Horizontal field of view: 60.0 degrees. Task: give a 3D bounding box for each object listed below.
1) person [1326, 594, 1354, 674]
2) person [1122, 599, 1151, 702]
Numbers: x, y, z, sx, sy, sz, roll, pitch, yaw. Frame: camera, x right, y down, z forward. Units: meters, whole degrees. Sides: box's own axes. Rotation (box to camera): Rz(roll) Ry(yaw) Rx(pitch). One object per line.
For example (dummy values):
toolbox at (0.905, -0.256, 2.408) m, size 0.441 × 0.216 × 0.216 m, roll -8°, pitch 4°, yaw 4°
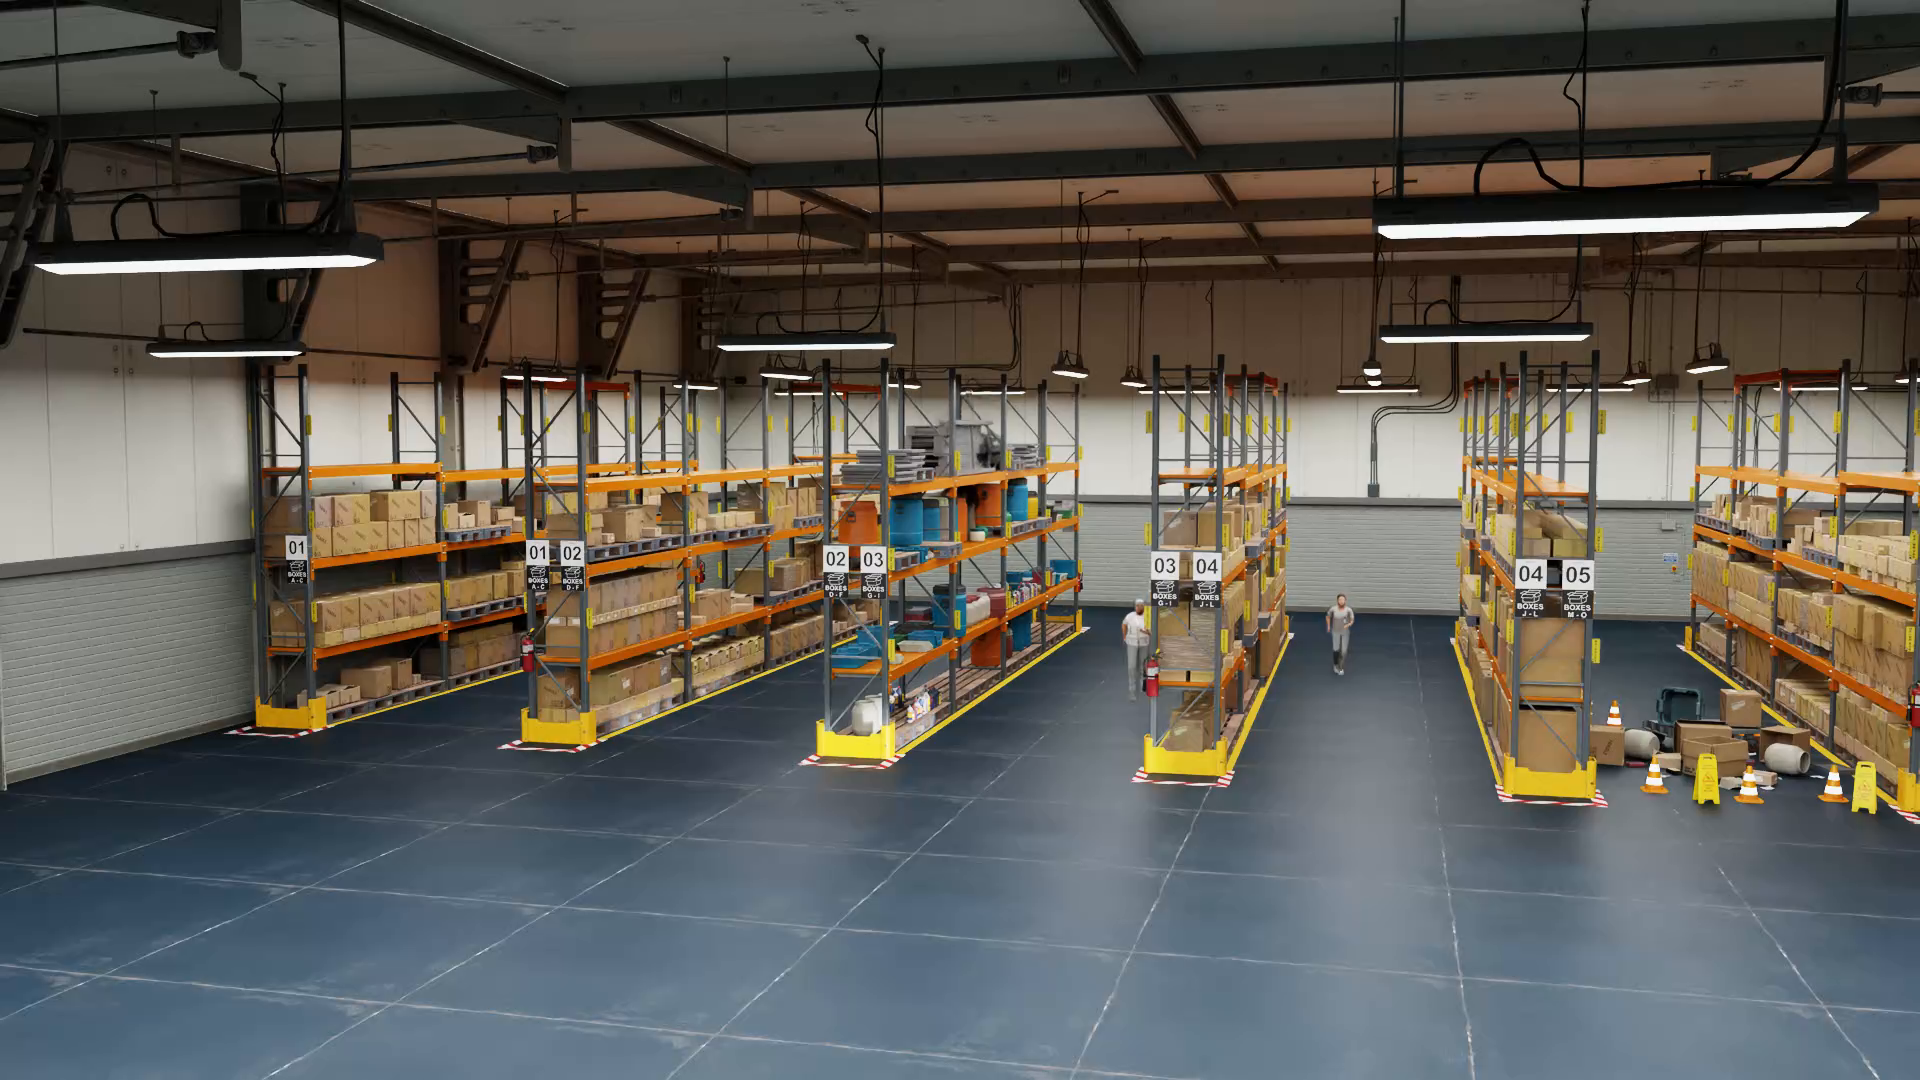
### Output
person at (7.591, 1.884, 33.211) m, size 0.541 × 1.629 × 0.701 m, roll 1°, pitch 4°, yaw 10°
person at (3.110, 1.897, 28.941) m, size 0.579 × 1.764 × 0.728 m, roll 0°, pitch 4°, yaw 5°
